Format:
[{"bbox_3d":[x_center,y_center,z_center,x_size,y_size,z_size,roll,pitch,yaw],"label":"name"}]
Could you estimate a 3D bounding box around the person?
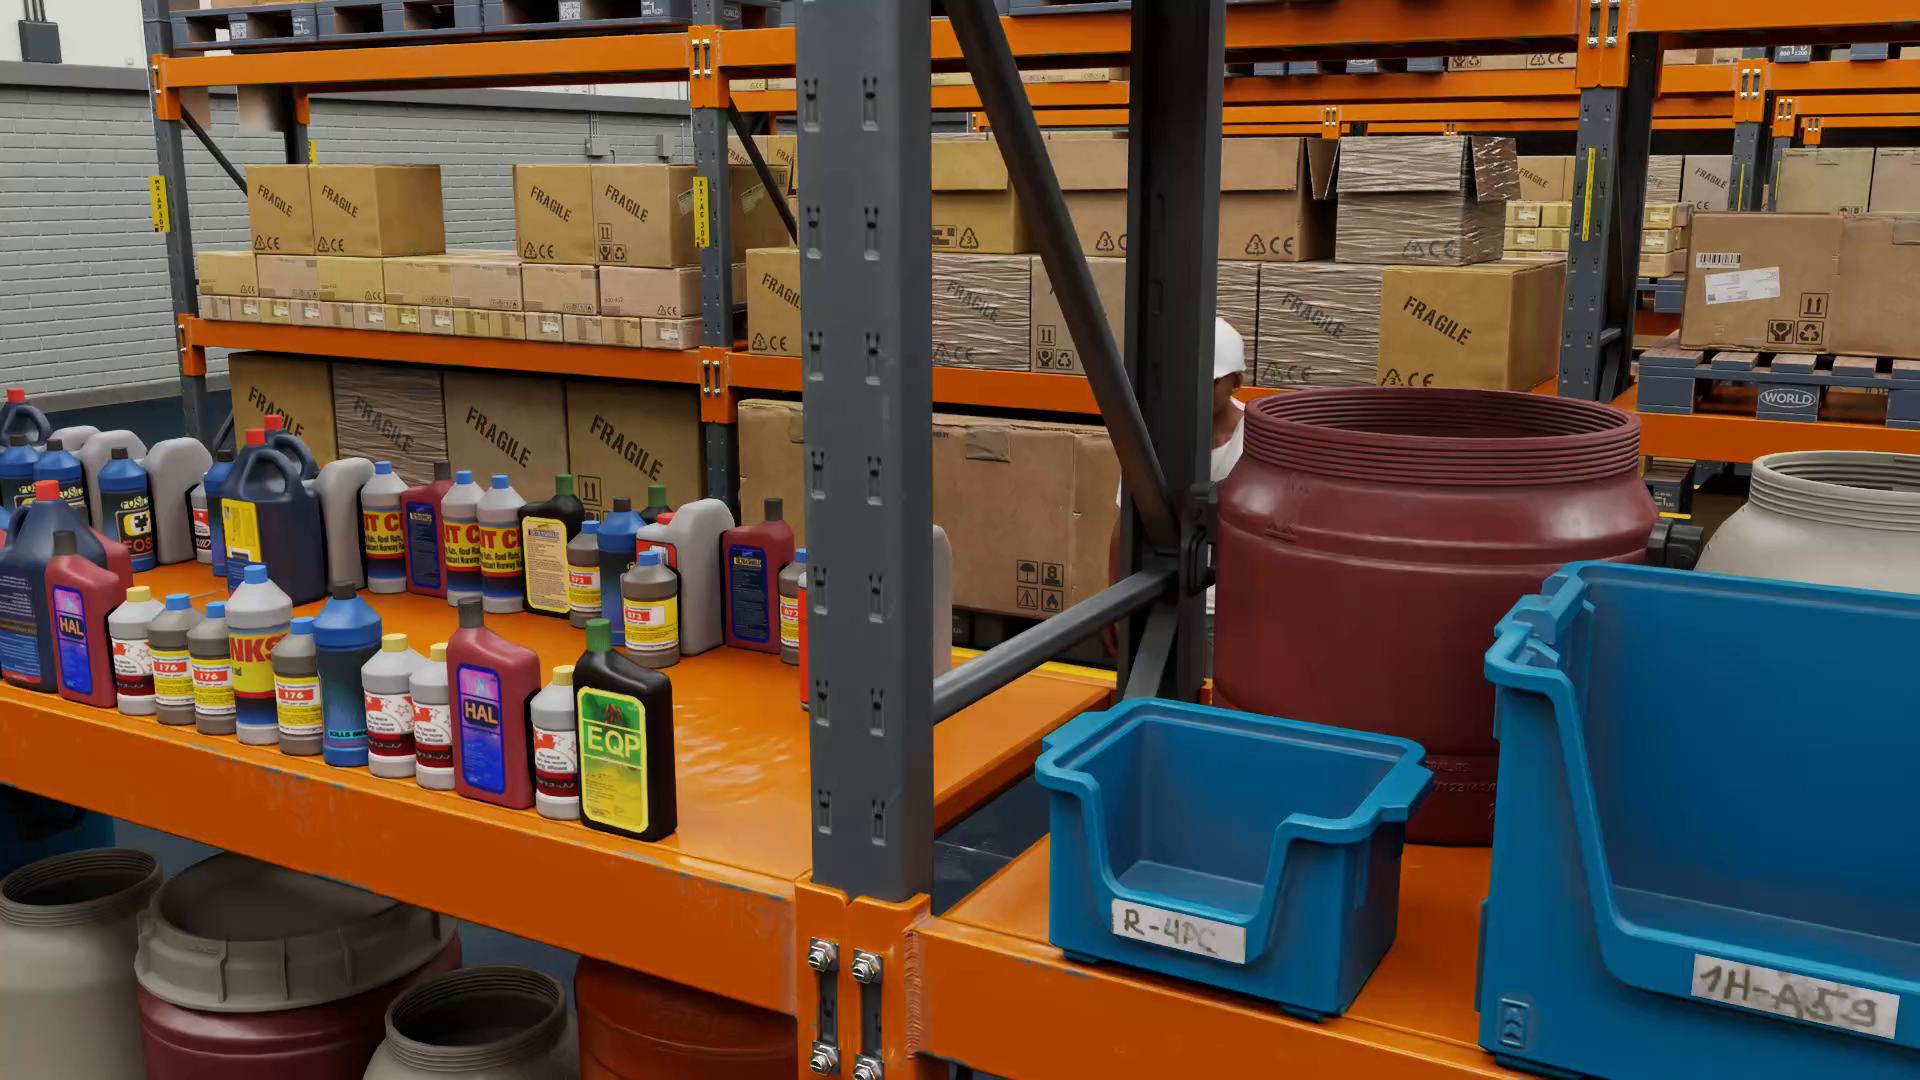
[{"bbox_3d":[0.720,0.217,4.952,0.626,1.761,0.457,7,14,28],"label":"person"}]
